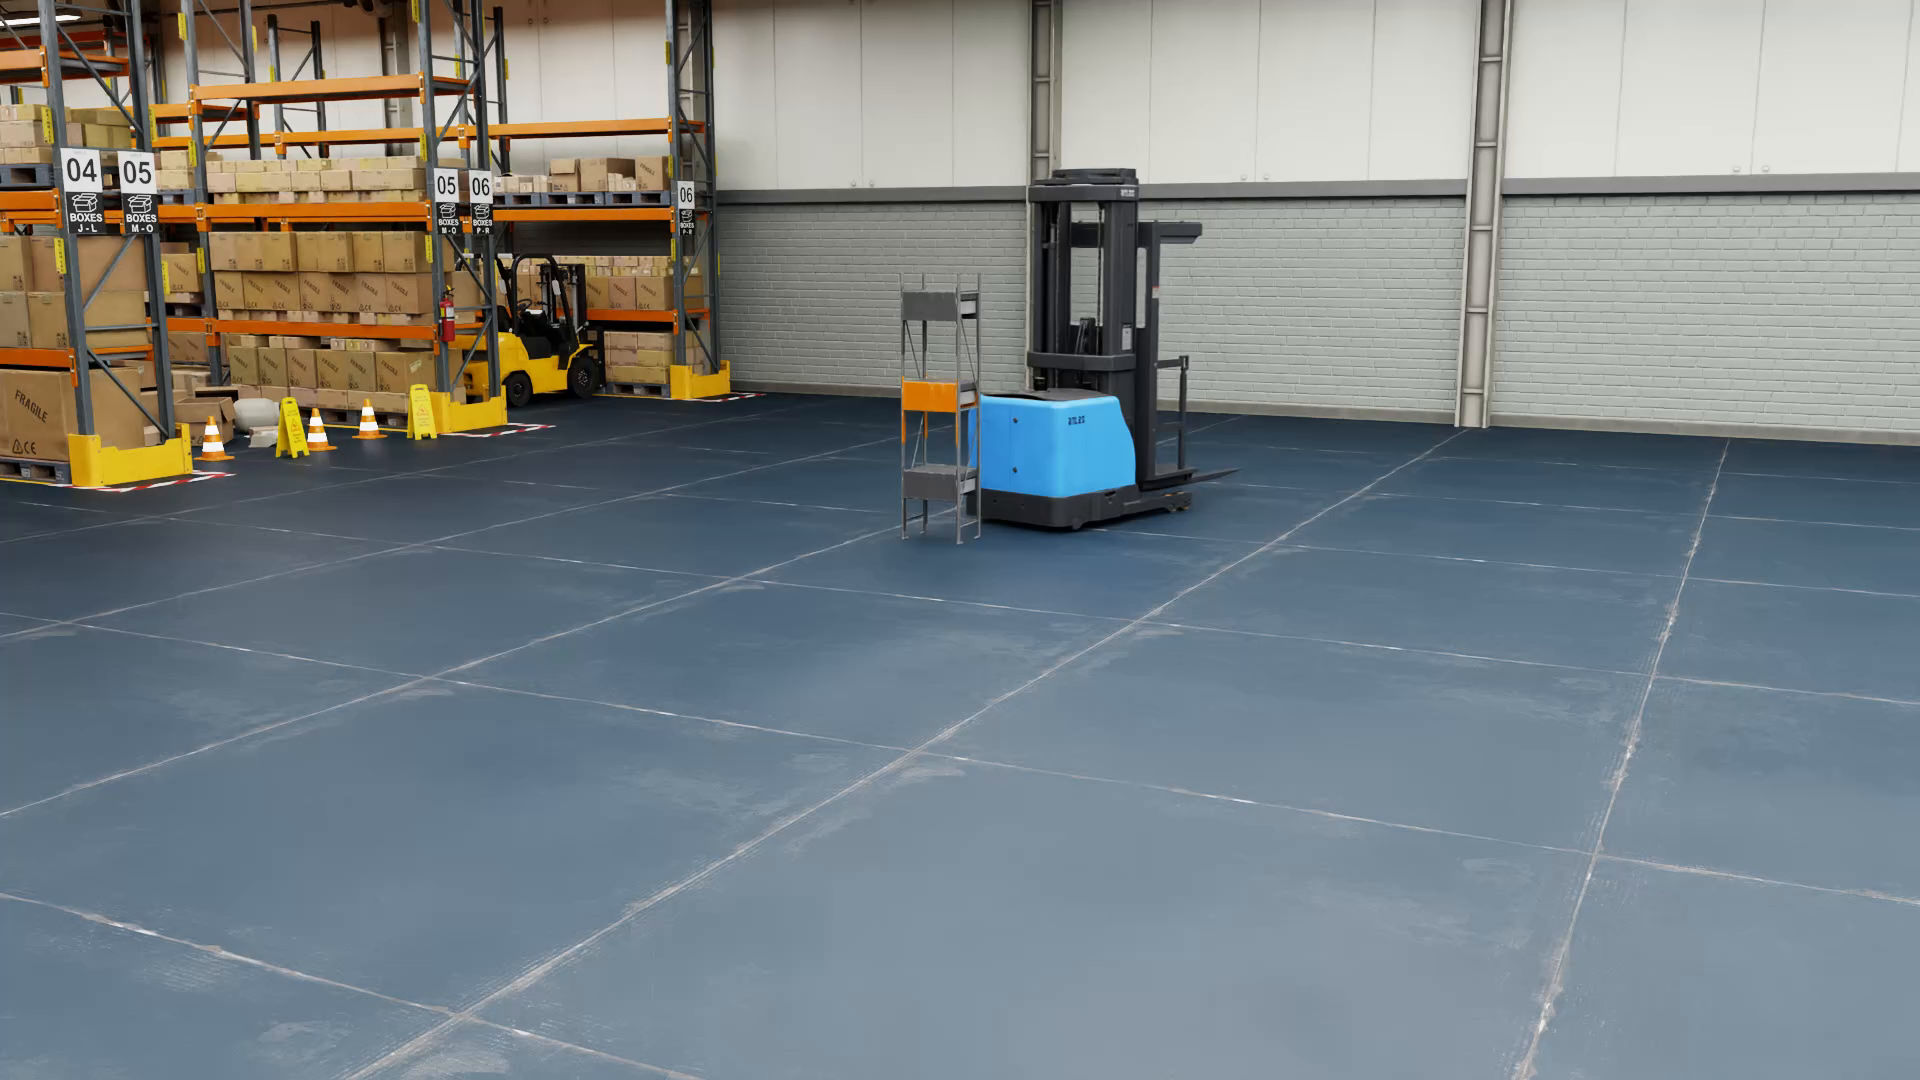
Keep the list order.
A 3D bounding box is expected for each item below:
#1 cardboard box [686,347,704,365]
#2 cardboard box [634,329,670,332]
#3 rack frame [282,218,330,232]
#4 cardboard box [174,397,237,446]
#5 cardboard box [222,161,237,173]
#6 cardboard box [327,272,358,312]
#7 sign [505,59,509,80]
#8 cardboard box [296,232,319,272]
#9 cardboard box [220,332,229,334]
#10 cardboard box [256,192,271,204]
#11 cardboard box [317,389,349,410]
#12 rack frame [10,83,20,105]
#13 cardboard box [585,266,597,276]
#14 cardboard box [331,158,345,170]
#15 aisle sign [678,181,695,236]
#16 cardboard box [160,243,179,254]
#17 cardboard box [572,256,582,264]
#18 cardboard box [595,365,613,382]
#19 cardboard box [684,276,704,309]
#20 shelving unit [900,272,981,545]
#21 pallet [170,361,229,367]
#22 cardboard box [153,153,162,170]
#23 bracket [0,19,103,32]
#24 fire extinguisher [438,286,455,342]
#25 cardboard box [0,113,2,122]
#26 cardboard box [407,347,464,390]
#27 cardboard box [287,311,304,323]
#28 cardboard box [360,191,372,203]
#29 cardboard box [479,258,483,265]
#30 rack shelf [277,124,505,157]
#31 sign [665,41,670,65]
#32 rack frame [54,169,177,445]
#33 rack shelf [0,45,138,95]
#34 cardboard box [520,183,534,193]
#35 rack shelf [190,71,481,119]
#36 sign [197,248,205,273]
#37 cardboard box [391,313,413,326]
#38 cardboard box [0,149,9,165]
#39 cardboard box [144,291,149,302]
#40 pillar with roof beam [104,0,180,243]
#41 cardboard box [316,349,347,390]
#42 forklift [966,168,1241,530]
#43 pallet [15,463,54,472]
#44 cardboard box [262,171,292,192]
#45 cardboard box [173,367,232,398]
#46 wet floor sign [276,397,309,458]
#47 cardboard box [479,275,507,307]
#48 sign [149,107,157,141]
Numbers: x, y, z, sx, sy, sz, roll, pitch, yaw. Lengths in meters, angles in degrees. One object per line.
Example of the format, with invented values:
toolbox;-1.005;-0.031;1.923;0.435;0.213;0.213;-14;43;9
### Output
cardboard box;-4.308;-2.851;25.699;0.500;0.250;0.500;5;12;27
cardboard box;-4.775;-3.134;25.857;0.500;0.250;0.500;5;11;26
rack frame;-11.153;-4.312;28.631;0.127;3.000;1.000;5;11;26
cardboard box;-8.867;-1.394;19.519;0.637;0.503;0.797;-2;11;-14
cardboard box;-9.374;-4.856;21.680;0.250;0.149;0.380;5;12;28
cardboard box;-7.674;-3.163;21.167;0.500;0.500;0.500;5;11;26
sign;-7.298;-7.573;26.737;0.005;0.325;0.100;5;11;26
cardboard box;-8.065;-3.708;21.370;0.500;0.500;0.700;5;11;25
cardboard box;-12.884;-3.715;29.352;0.250;0.149;0.380;4;11;23
cardboard box;-8.899;-4.435;21.593;0.250;0.149;0.380;5;12;28
cardboard box;-7.948;-1.845;21.544;0.500;0.250;0.500;5;11;24
rack frame;-18.327;-7.894;31.580;0.127;3.000;1.000;5;11;26
cardboard box;-5.574;-4.129;25.522;0.250;0.149;0.380;5;11;26
cardboard box;-7.700;-4.730;20.984;0.250;0.149;0.380;5;11;24
aisle sign;-4.049;-4.908;24.629;0.004;0.787;0.394;5;11;26
cardboard box;-10.896;-3.977;22.668;0.250;0.149;0.380;5;11;24
cardboard box;-5.771;-4.311;25.688;0.250;0.149;0.380;5;11;27
cardboard box;-5.426;-2.603;25.732;0.500;0.250;0.500;5;11;26
cardboard box;-4.300;-3.814;25.600;0.500;0.500;0.500;5;12;28
shelving unit;-0.148;-1.046;13.115;0.503;2.100;0.431;5;11;26
pallet;-13.993;-3.197;30.301;1.213;0.211;1.003;5;11;26
cardboard box;-11.259;-5.161;22.737;0.500;0.250;0.500;5;12;27
bracket;-17.805;-9.728;31.606;4.783;0.066;0.076;5;11;26
fire extinguisher;-6.272;-2.768;20.317;0.183;0.674;0.296;5;11;26
cardboard box;-9.176;-4.103;16.061;0.250;0.149;0.380;5;12;27
cardboard box;-6.794;-2.220;21.512;0.500;0.500;0.500;5;11;24
cardboard box;-8.475;-2.902;21.545;0.250;0.149;0.380;5;11;26
cardboard box;-7.273;-4.296;20.824;0.250;0.149;0.380;5;11;26
cardboard box;-7.411;-4.439;26.396;0.250;0.149;0.380;5;12;27
rack shelf;-9.359;-6.555;27.326;4.000;0.370;1.077;5;11;26
sign;-4.231;-7.046;24.051;0.005;0.325;0.100;5;11;26
rack frame;-8.271;-2.090;16.354;0.127;3.000;1.000;5;11;26
rack shelf;-10.064;-4.649;16.791;4.000;0.370;1.077;5;11;26
cardboard box;-6.608;-5.460;25.801;0.250;0.149;0.380;5;12;28
rack shelf;-7.965;-5.642;21.167;4.000;0.370;1.077;5;11;26
sign;-10.001;-3.684;21.914;0.005;0.325;0.100;5;11;26
cardboard box;-6.878;-2.762;20.775;0.250;0.149;0.380;5;11;25
cardboard box;-9.175;-3.710;16.131;0.250;0.149;0.380;5;11;27
cardboard box;-11.048;-3.341;22.792;0.250;0.149;0.380;5;11;26
pillar with roof beam;-16.870;-7.090;27.138;0.548;9.000;9.100;5;11;26
cardboard box;-7.924;-2.214;21.476;0.500;0.500;0.500;5;11;24
forklift;1.403;-1.732;14.569;1.130;2.935;3.031;9;14;41
pallet;-10.113;-0.864;17.414;1.213;0.211;1.003;5;11;26
cardboard box;-8.575;-4.593;21.349;0.500;0.250;0.500;5;11;26
cardboard box;-10.230;-2.158;22.931;0.625;0.372;0.950;5;11;27
wet floor sign;-7.369;-1.245;18.299;0.232;0.644;0.267;3;11;16
cardboard box;-7.283;-3.969;26.457;0.500;0.500;0.500;5;11;24
sign;-8.020;-4.123;16.489;0.005;0.325;0.100;5;11;26
